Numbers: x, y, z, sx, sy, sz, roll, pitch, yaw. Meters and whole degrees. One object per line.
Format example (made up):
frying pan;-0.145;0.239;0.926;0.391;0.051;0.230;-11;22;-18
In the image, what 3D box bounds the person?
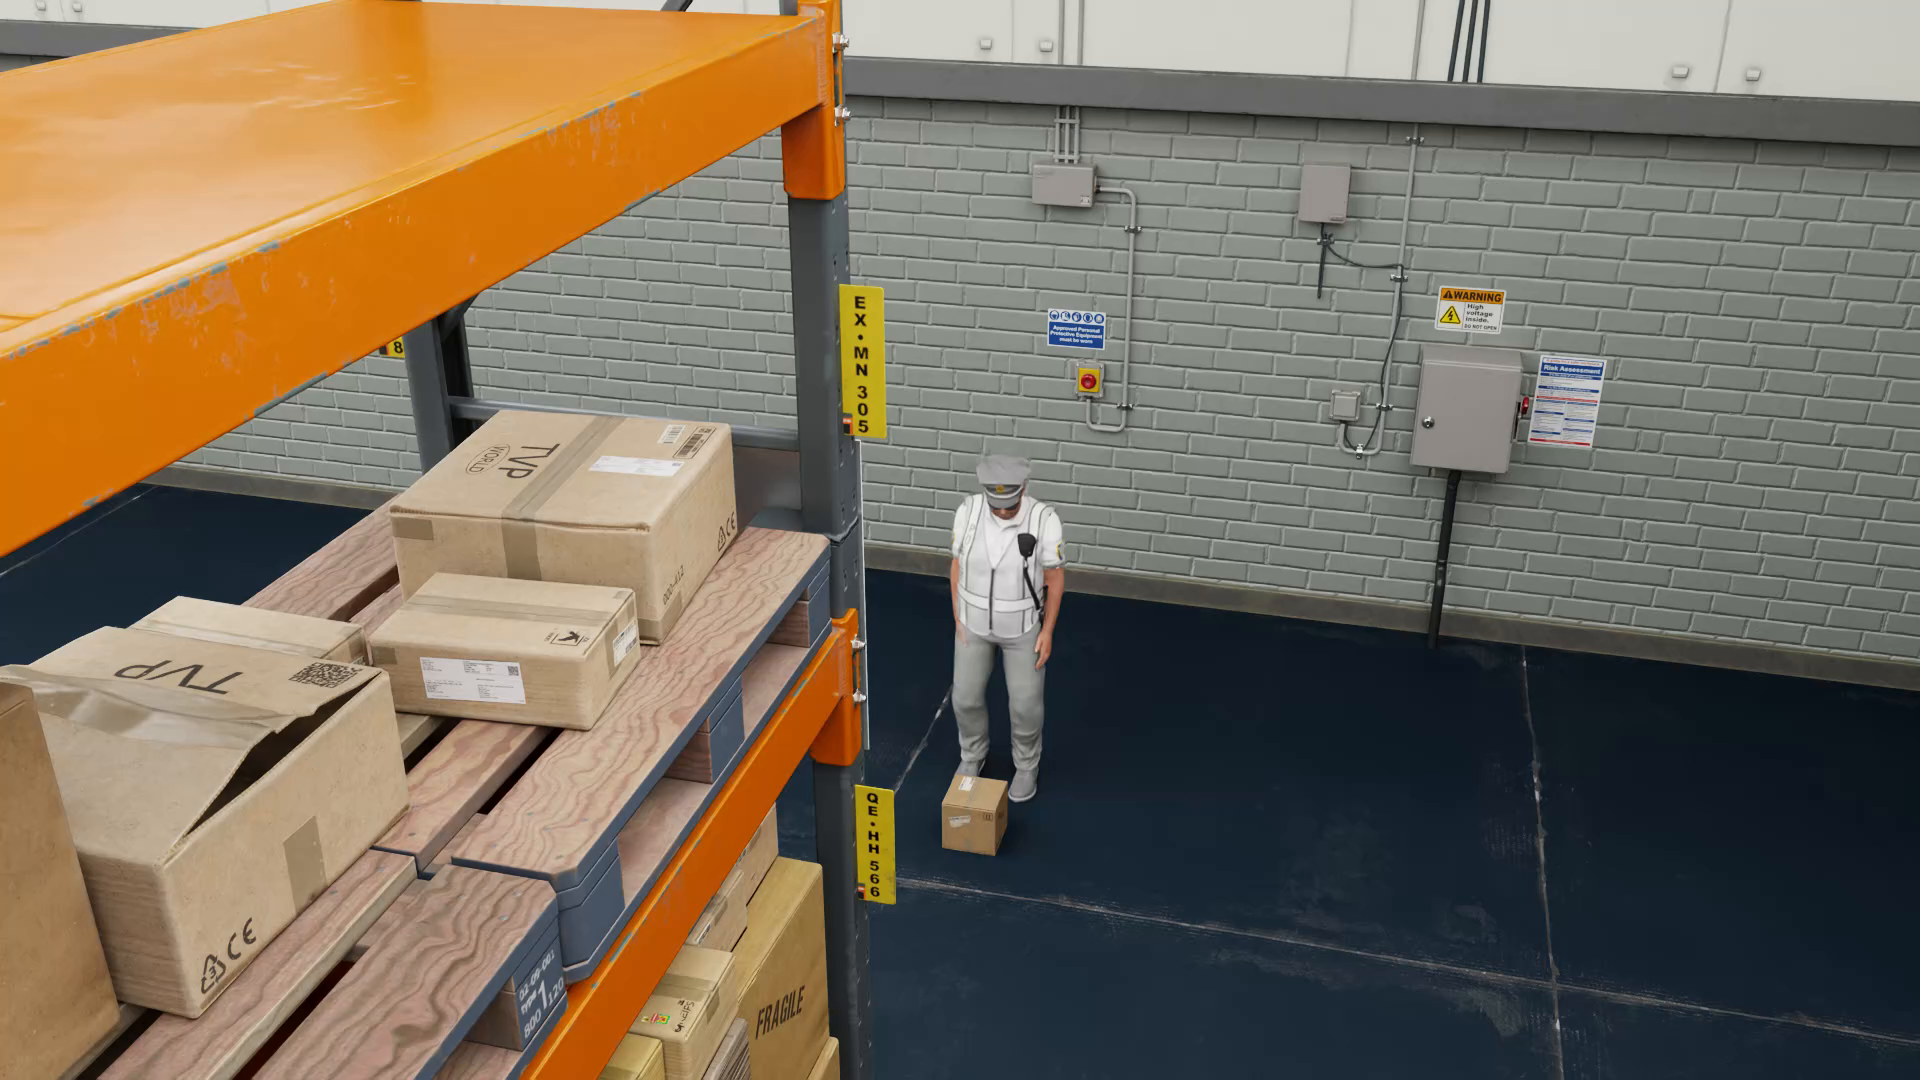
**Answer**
person;0.215;0.400;7.793;0.544;1.726;0.424;7;26;14
